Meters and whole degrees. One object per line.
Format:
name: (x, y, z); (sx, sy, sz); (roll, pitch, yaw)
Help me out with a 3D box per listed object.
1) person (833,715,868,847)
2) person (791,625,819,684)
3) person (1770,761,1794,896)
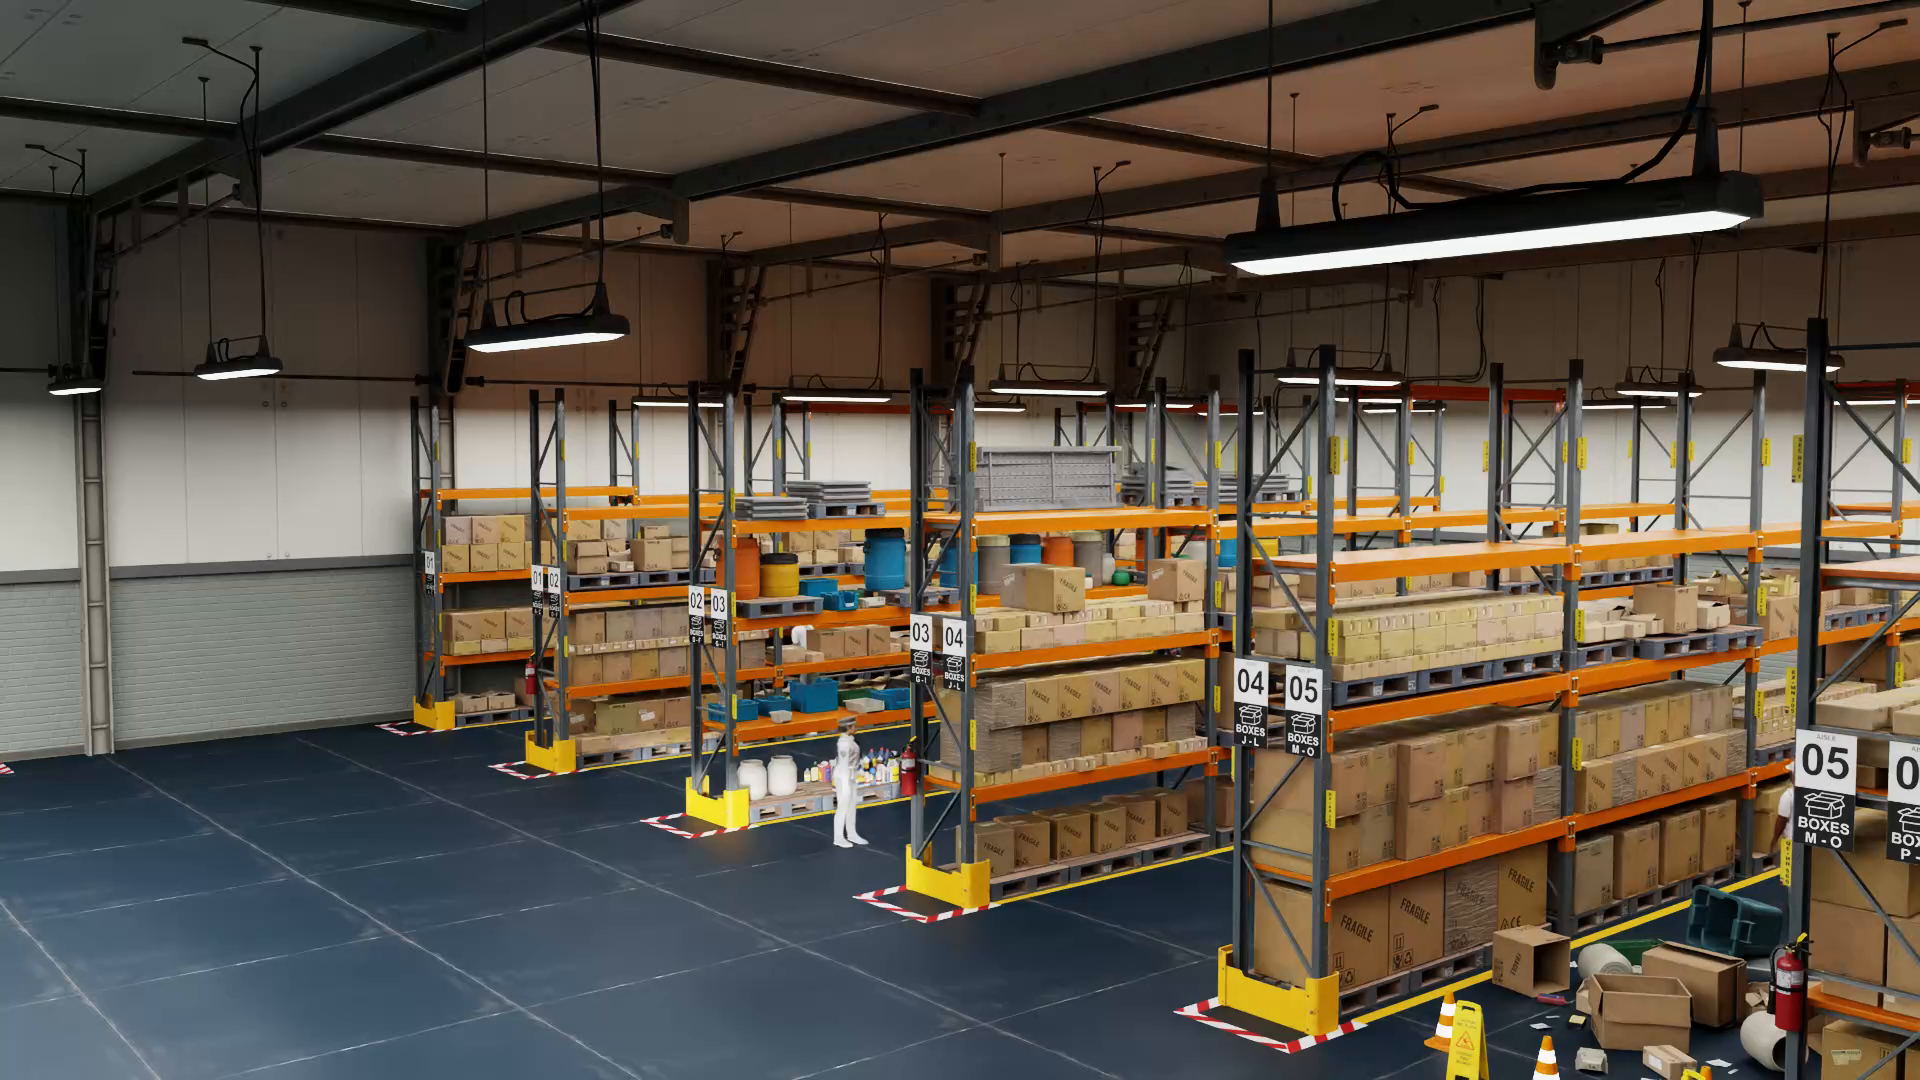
person: (-1.410, 3.078, 21.232); (0.412, 1.702, 0.515); (0, 3, 7)
person: (-3.031, 2.351, 33.234); (0.689, 1.810, 0.619); (-1, 4, -21)
person: (9.187, 3.239, 18.165); (0.624, 1.734, 0.654); (1, 4, 16)
